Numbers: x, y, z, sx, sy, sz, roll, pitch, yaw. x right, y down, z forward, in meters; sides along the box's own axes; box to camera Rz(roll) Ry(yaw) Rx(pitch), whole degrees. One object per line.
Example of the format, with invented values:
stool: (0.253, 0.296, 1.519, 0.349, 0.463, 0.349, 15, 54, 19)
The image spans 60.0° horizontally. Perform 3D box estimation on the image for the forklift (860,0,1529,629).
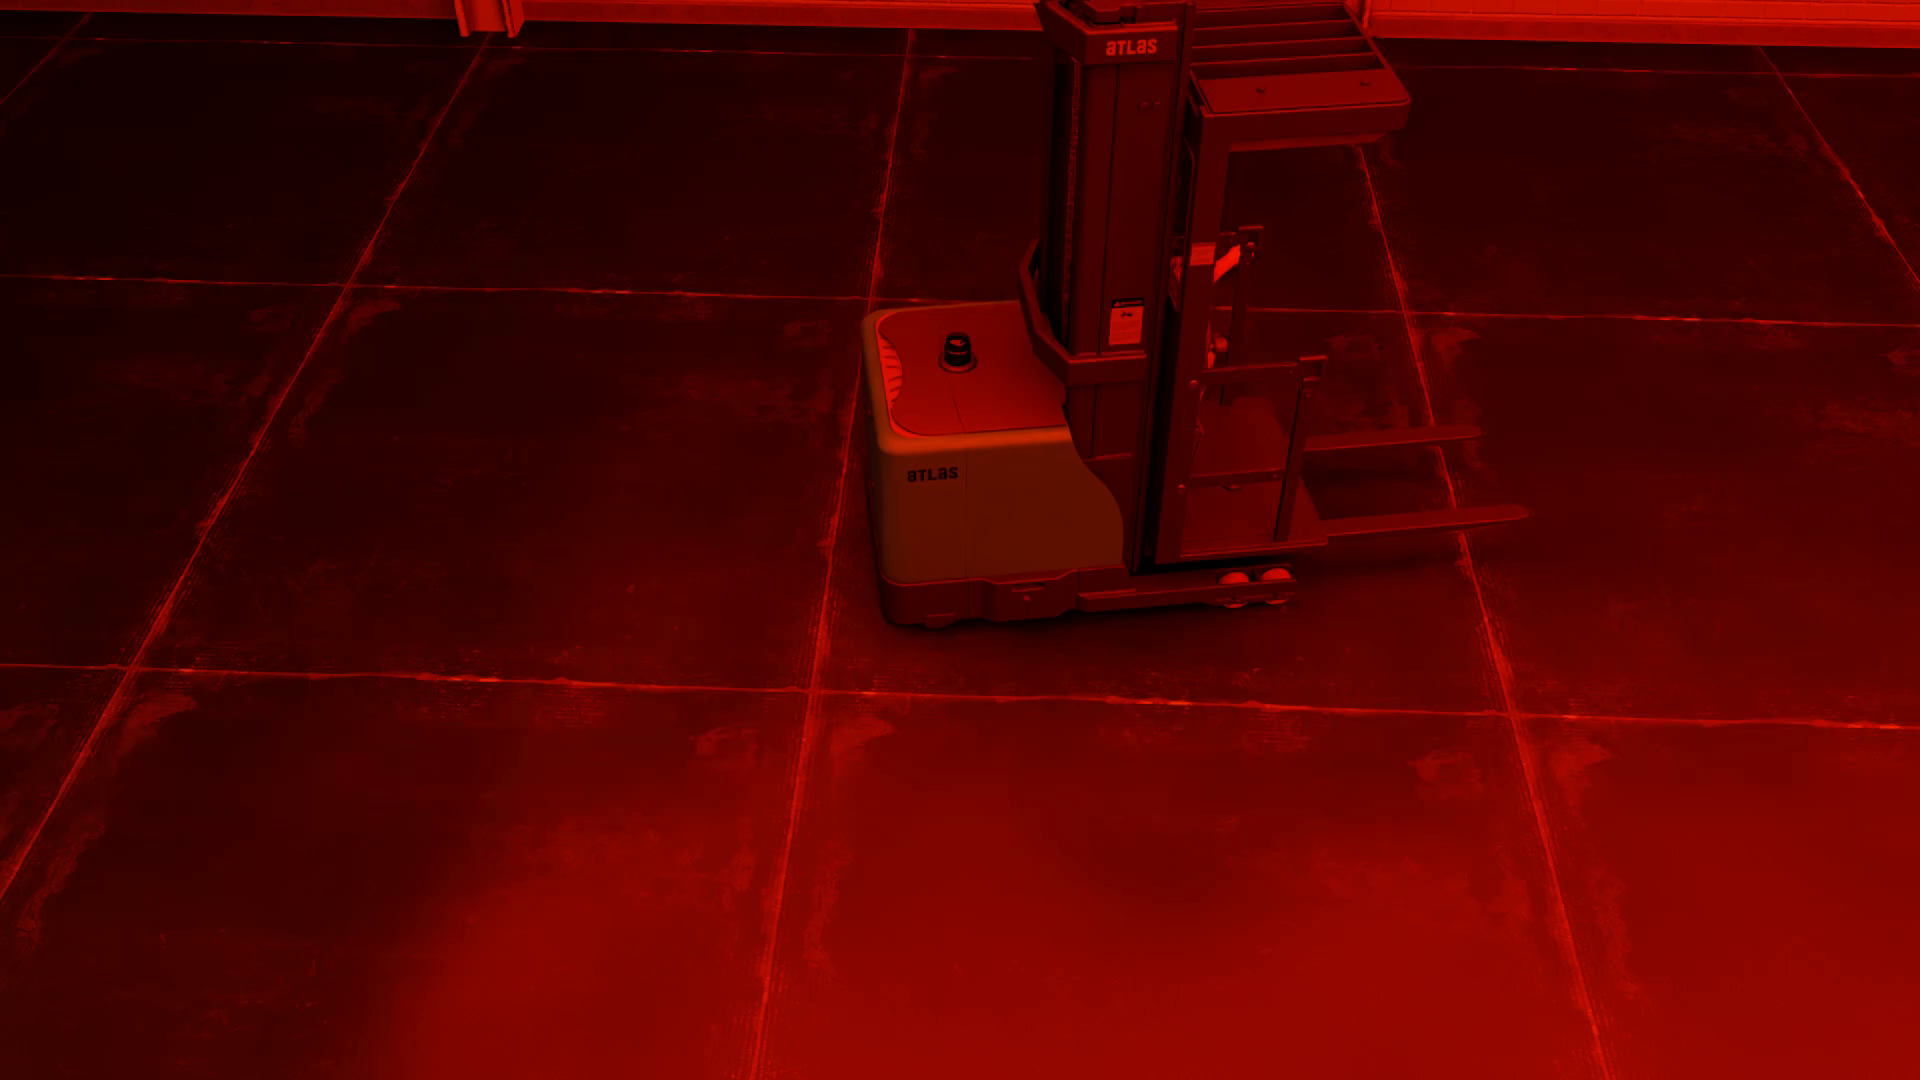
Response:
forklift: (1.098, -1.125, 6.974, 3.031, 2.935, 1.130, -5, 43, -5)

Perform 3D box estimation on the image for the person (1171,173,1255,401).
person: (1.005, -1.257, 8.165, 0.789, 1.460, 0.917, -15, 44, -15)
